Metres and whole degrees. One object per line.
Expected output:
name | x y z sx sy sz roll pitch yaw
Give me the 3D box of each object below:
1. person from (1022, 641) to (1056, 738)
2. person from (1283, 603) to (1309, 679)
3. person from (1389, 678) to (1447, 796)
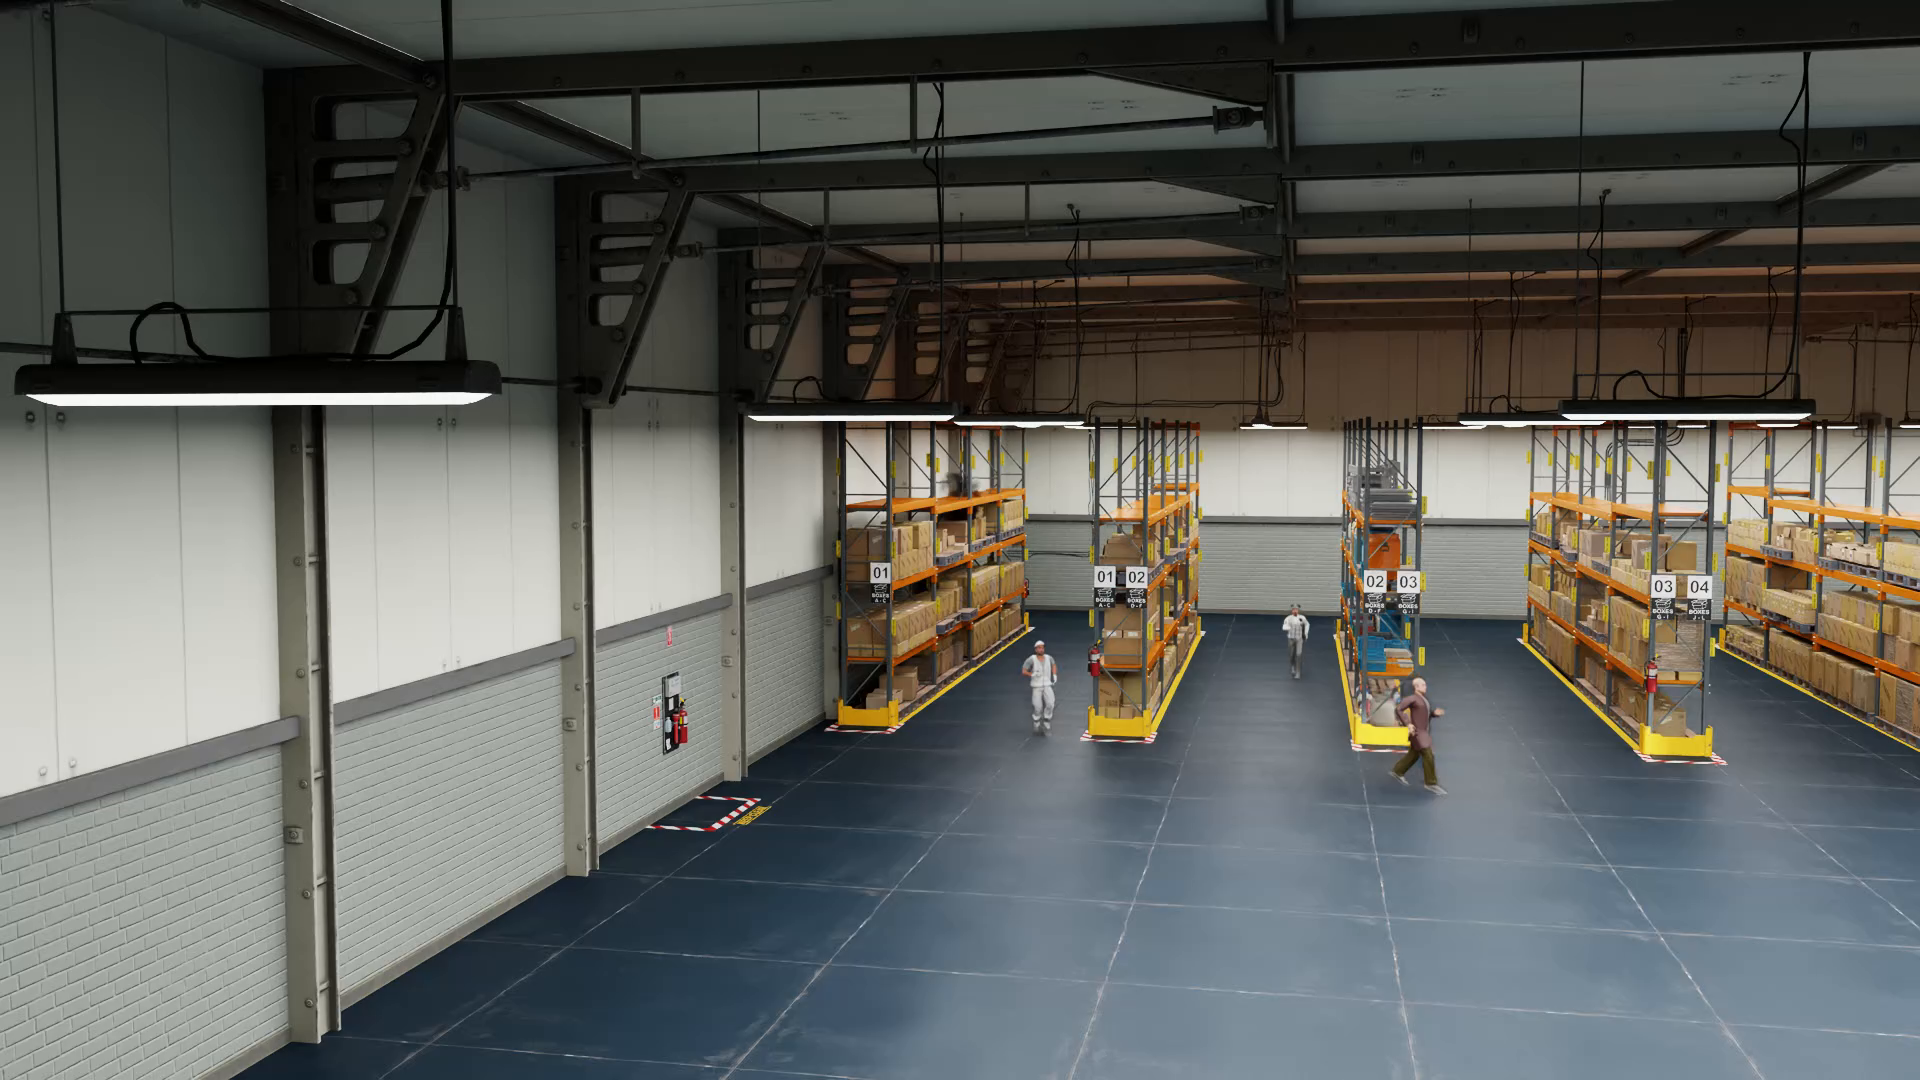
person | 1.517 2.801 31.353 0.730 1.815 0.676 -1 4 -15
person | 7.852 2.344 38.904 0.588 1.741 0.806 1 4 16
person | 7.290 3.096 26.433 0.988 1.809 0.686 2 4 33
